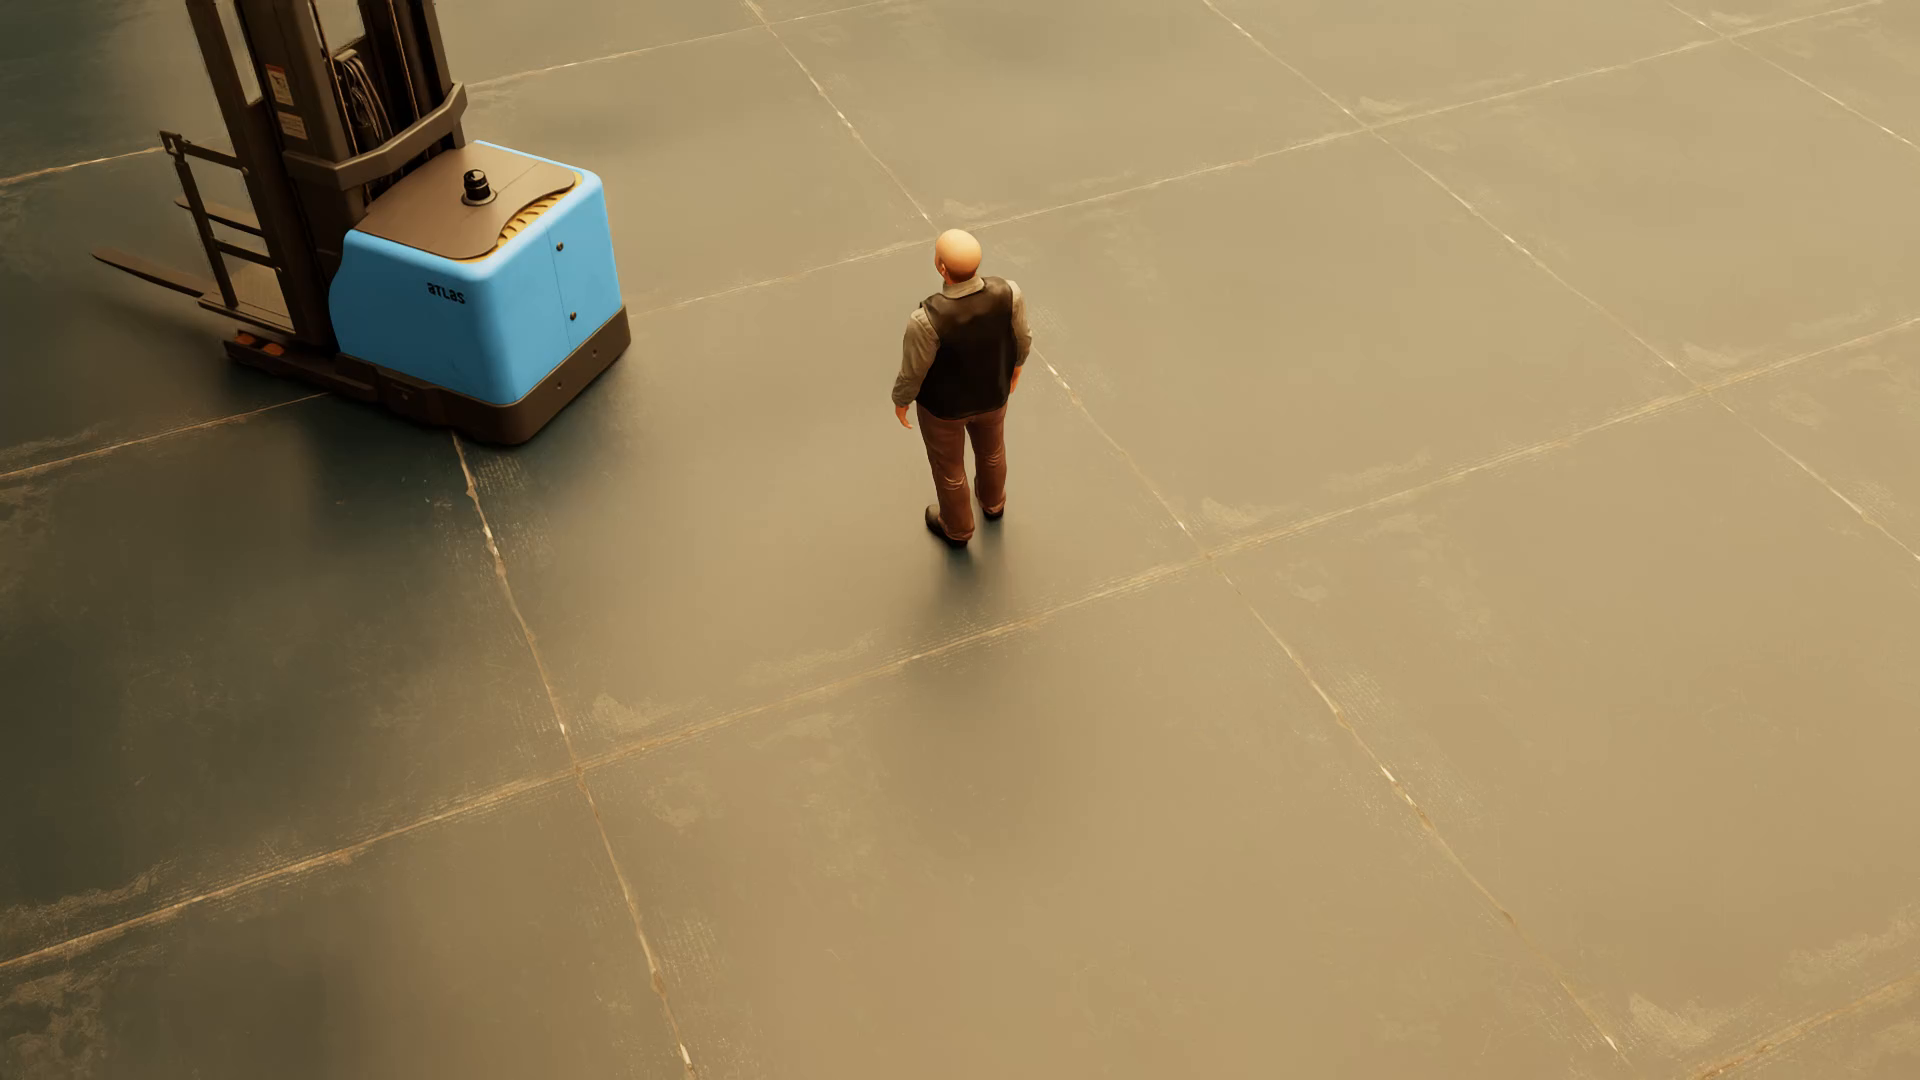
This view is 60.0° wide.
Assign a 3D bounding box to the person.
[{"bbox_3d":[-0.019,-0.676,7.279,0.633,1.721,0.568,-18,46,-18],"label":"person"}]

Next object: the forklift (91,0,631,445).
[{"bbox_3d":[-3.305,-2.243,8.083,3.031,2.935,1.130,19,46,19],"label":"forklift"}]
